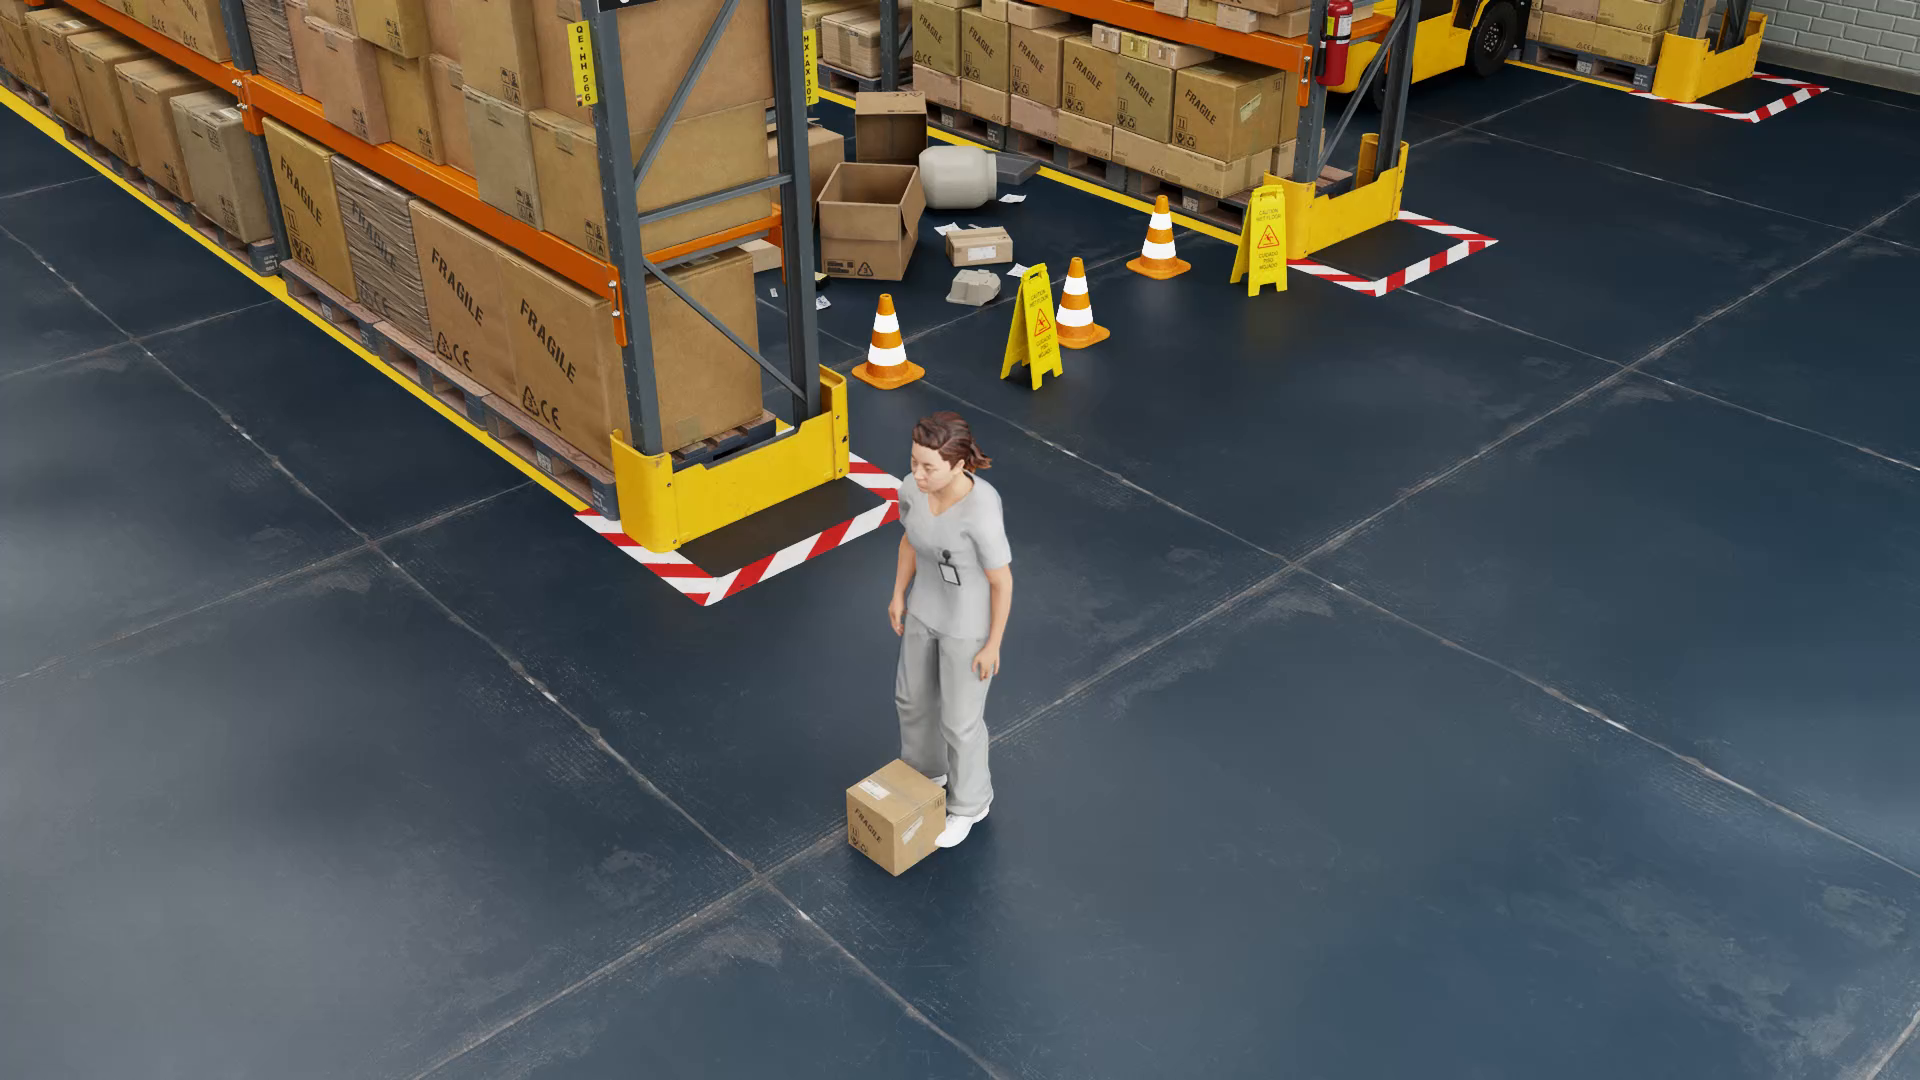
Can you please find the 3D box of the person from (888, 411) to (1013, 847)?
[{"bbox_3d":[-0.051,0.287,5.676,0.512,1.671,0.369,27,41,36],"label":"person"}]
